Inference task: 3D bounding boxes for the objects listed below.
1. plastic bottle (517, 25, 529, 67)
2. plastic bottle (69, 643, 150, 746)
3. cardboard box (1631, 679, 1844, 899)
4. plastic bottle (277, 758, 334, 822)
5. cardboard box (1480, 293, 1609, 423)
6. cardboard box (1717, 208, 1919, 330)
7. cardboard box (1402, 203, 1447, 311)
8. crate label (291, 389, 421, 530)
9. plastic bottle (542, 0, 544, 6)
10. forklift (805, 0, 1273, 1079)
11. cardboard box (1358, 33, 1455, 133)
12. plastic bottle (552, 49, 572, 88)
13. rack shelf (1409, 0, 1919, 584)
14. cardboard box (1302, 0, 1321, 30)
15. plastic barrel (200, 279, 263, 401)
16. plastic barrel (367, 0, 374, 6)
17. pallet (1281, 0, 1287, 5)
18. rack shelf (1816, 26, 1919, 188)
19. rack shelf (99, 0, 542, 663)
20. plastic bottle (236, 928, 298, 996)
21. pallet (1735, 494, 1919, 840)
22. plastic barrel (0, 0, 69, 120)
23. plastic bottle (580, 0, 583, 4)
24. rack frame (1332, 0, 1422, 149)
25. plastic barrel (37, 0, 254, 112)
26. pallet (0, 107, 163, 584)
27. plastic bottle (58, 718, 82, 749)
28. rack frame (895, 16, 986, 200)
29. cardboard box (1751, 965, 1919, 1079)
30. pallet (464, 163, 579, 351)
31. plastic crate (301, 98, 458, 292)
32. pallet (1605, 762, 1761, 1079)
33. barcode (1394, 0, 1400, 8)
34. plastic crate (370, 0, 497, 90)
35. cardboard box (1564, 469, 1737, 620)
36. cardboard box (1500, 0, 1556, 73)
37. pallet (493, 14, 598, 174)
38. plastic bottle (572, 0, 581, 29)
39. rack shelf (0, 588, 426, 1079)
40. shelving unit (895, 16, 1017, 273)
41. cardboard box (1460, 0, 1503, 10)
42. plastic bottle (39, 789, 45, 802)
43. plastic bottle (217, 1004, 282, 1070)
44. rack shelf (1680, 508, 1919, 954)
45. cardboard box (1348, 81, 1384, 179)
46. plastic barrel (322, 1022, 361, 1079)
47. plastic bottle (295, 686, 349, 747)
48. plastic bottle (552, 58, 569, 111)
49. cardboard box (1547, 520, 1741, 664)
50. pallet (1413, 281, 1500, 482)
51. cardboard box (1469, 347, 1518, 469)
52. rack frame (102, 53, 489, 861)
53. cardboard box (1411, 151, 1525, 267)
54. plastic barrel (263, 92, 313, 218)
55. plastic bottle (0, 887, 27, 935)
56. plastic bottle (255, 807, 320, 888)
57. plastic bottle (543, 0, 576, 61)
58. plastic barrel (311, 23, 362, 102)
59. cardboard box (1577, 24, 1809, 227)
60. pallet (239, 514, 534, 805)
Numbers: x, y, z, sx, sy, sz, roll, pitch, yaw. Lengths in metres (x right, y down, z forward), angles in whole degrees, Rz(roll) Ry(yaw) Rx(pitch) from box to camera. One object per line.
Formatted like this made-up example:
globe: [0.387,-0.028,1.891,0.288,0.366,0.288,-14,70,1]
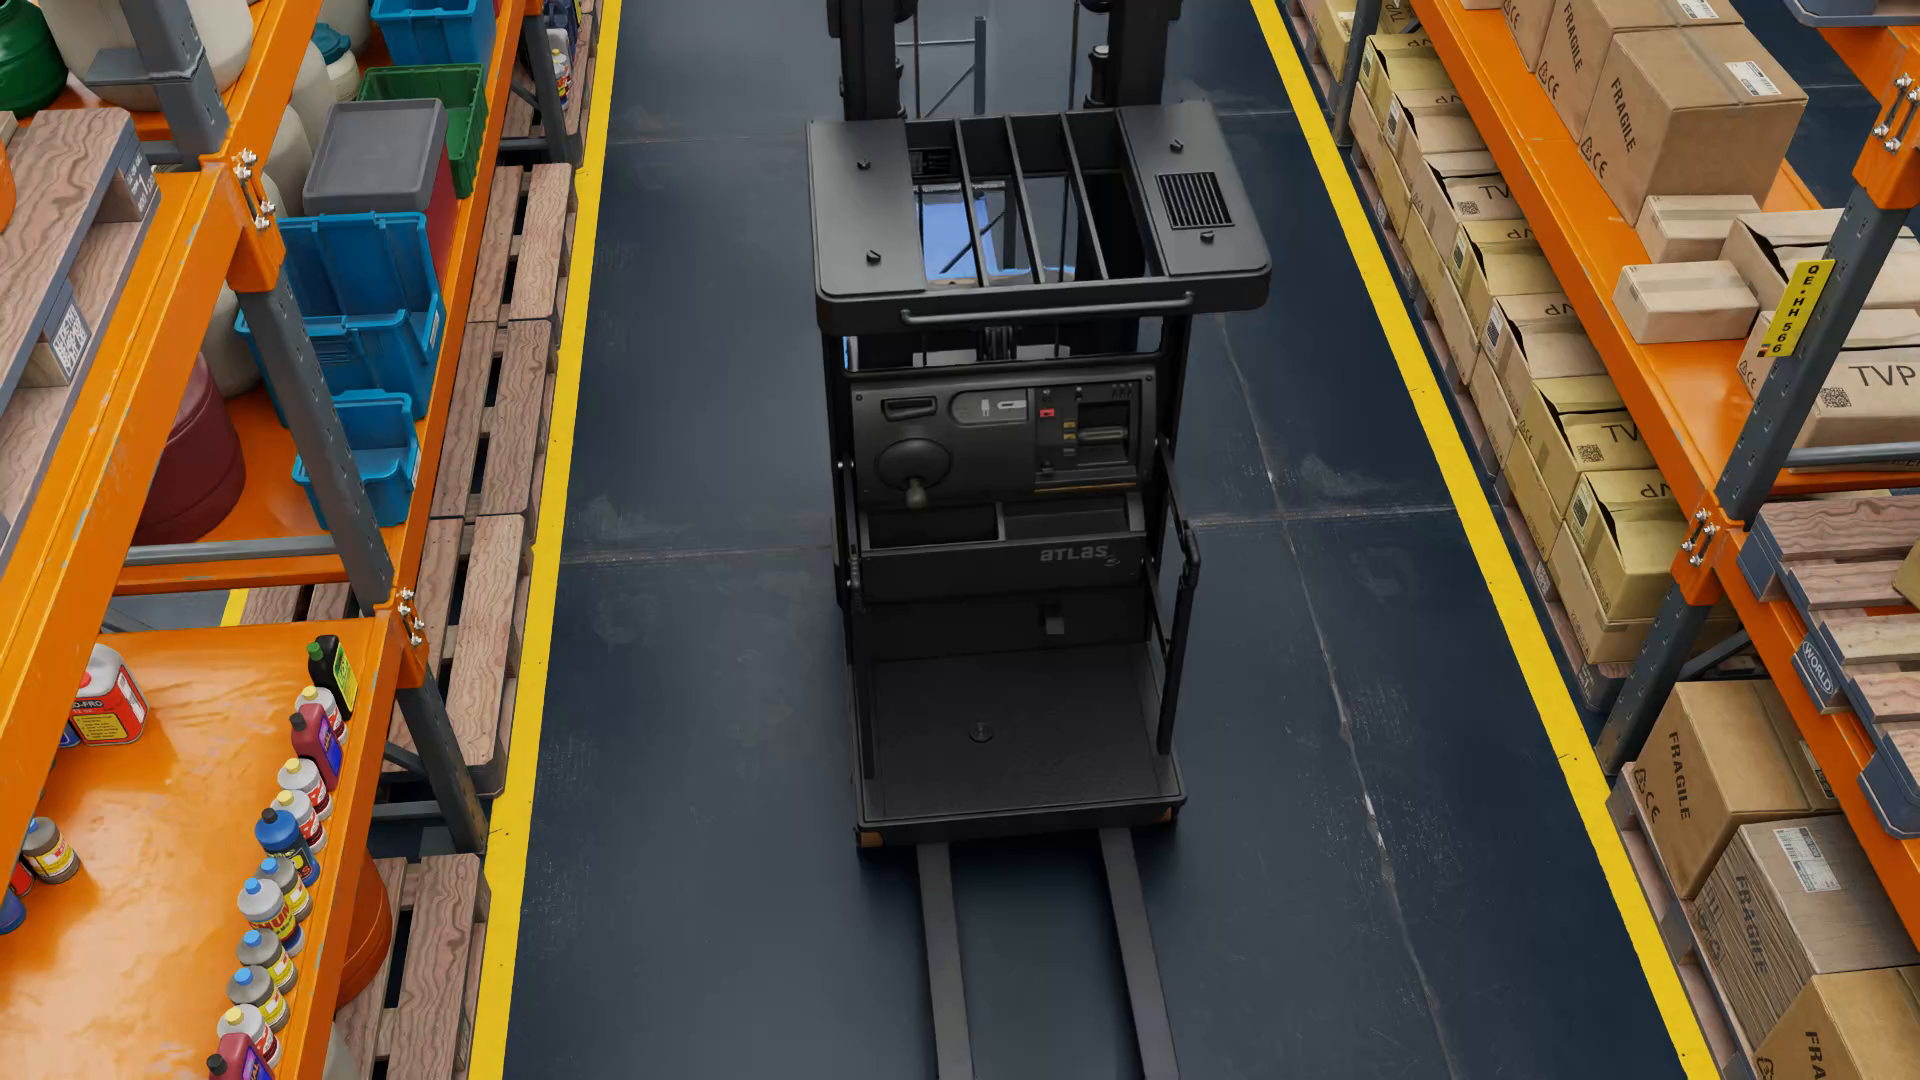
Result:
plastic bottle: [-2.271,-2.694,8.757,0.144,0.351,0.185,-3,47,-3]
plastic bottle: [-2.272,0.407,4.384,0.152,0.276,0.135,-3,47,-3]
cardboard box: [2.551,0.798,5.347,0.500,0.500,0.500,-2,47,-2]
plastic bottle: [-1.668,0.628,4.227,0.097,0.201,0.097,0,47,0]
cardboard box: [2.419,-0.754,6.617,0.500,0.311,0.500,-4,47,-4]
cardboard box: [2.916,-0.886,5.584,0.500,0.311,0.500,-4,47,-4]
cardboard box: [2.338,-1.299,7.519,0.500,0.250,0.500,-5,47,-5]
crate label: [-1.800,-0.229,5.016,0.303,0.233,0.416,-3,47,-3]
plastic bottle: [-2.324,-3.094,9.187,0.152,0.276,0.135,-3,47,-3]
forklift: [0.162,-0.216,4.936,1.130,2.935,3.031,-4,47,-4]
cardboard box: [2.250,-2.229,8.013,0.500,0.311,0.500,-3,47,-3]
plastic bottle: [-2.080,-2.446,8.625,0.097,0.201,0.097,0,47,0]
rack shelf: [2.631,-1.457,6.559,1.077,0.370,4.000,-3,47,-3]
cardboard box: [2.175,-3.035,9.163,0.500,0.250,0.500,-3,47,-3]
plastic barrel: [-2.437,-0.729,5.297,0.421,0.512,0.421,0,47,0]
plastic barrel: [-2.743,-2.728,6.922,0.600,0.901,0.708,-3,47,-3]
pallet: [2.333,-3.655,10.066,1.003,0.211,1.213,-3,47,-3]
rack shelf: [2.631,-2.488,5.470,1.077,0.370,4.000,-3,47,-3]
rack shelf: [-2.306,-1.159,6.277,1.077,0.370,4.000,-3,47,-3]
plastic bottle: [-1.628,0.980,3.893,0.097,0.201,0.097,0,47,0]
pallet: [2.925,0.295,4.537,1.213,0.211,1.003,-3,47,-3]
plastic barrel: [-2.210,-1.113,3.779,0.294,0.245,0.294,0,47,0]
plastic bottle: [-2.178,-3.147,9.186,0.144,0.351,0.185,-4,47,-4]
rack frame: [2.463,-3.151,7.669,1.000,3.000,0.127,-3,47,-3]
plastic barrel: [-1.859,-1.272,3.746,0.421,0.512,0.421,0,47,0]
pallet: [-2.172,-0.366,3.095,1.003,0.211,1.213,-3,47,-3]
plastic bottle: [-2.424,0.416,4.375,0.152,0.276,0.135,-3,47,-3]
rack frame: [-0.146,-1.561,7.195,0.500,1.500,0.032,-4,47,-4]
cardboard box: [2.638,1.539,4.645,0.500,0.500,0.500,-4,47,-4]
pallet: [-2.369,-1.328,7.863,1.003,0.211,1.213,-3,47,-3]
plastic crate: [-1.969,-1.169,5.747,0.402,0.464,0.583,-3,47,-3]
pallet: [2.823,1.244,5.427,1.003,0.211,1.213,-3,47,-3]
barcode: [2.070,-2.563,7.869,0.001,0.075,0.075,-3,47,-3]
plastic crate: [-2.071,-2.068,6.654,0.392,0.384,0.575,-3,47,-3]
cardboard box: [2.509,-0.013,5.915,0.500,0.311,0.500,-2,47,-2]
cardboard box: [2.555,-2.248,6.744,0.500,0.500,0.500,0,47,0]
pallet: [-2.488,-2.383,8.861,1.003,0.211,1.213,-3,47,-3]
plastic bottle: [-2.115,-2.938,9.034,0.061,0.283,0.133,-2,47,-2]
rack shelf: [-1.971,1.735,3.536,1.077,0.370,4.000,-3,47,-3]
shelving unit: [-0.095,-1.194,6.848,0.538,1.500,1.048,-4,47,-4]
cardboard box: [2.334,-2.412,7.141,0.380,0.149,0.250,-3,47,-3]
plastic bottle: [-2.433,0.598,4.255,0.097,0.201,0.097,0,47,0]
plastic bottle: [-1.611,1.121,3.760,0.097,0.201,0.097,0,47,0]
rack shelf: [2.966,1.437,3.819,1.077,0.370,4.000,-3,47,-3]
cardboard box: [2.250,-2.043,8.224,0.500,0.250,0.500,-5,47,-4]
plastic barrel: [-1.944,1.508,4.680,0.421,0.512,0.421,0,47,0]
plastic bottle: [-1.688,0.461,4.385,0.097,0.201,0.097,0,47,0]
plastic bottle: [-2.063,-2.323,8.461,0.097,0.271,0.097,0,47,0]
cardboard box: [2.511,0.178,6.120,0.500,0.250,0.500,-2,47,-2]
pallet: [2.669,-0.777,7.341,1.003,0.211,1.213,-3,47,-3]
cardboard box: [2.425,-0.559,6.818,0.500,0.250,0.500,-3,47,-2]
rack frame: [-2.138,0.041,4.645,1.000,3.000,0.127,-3,47,-3]
cardboard box: [2.331,-1.492,7.316,0.500,0.311,0.500,-5,47,-5]
plastic barrel: [-2.514,-1.350,5.869,0.433,0.535,0.433,0,47,0]
plastic bottle: [-2.342,0.835,3.982,0.097,0.271,0.097,0,47,0]
plastic bottle: [-1.652,0.744,4.068,0.097,0.271,0.097,0,47,0]
plastic bottle: [-2.127,-2.703,8.765,0.144,0.351,0.185,-2,47,-2]
plastic barrel: [-2.515,-1.839,6.521,0.301,0.262,0.301,0,47,0]
cardboard box: [2.641,-1.505,6.040,0.500,0.500,0.500,-6,47,-5]
pallet: [-2.164,0.437,6.191,1.003,0.211,1.213,-3,47,-3]
